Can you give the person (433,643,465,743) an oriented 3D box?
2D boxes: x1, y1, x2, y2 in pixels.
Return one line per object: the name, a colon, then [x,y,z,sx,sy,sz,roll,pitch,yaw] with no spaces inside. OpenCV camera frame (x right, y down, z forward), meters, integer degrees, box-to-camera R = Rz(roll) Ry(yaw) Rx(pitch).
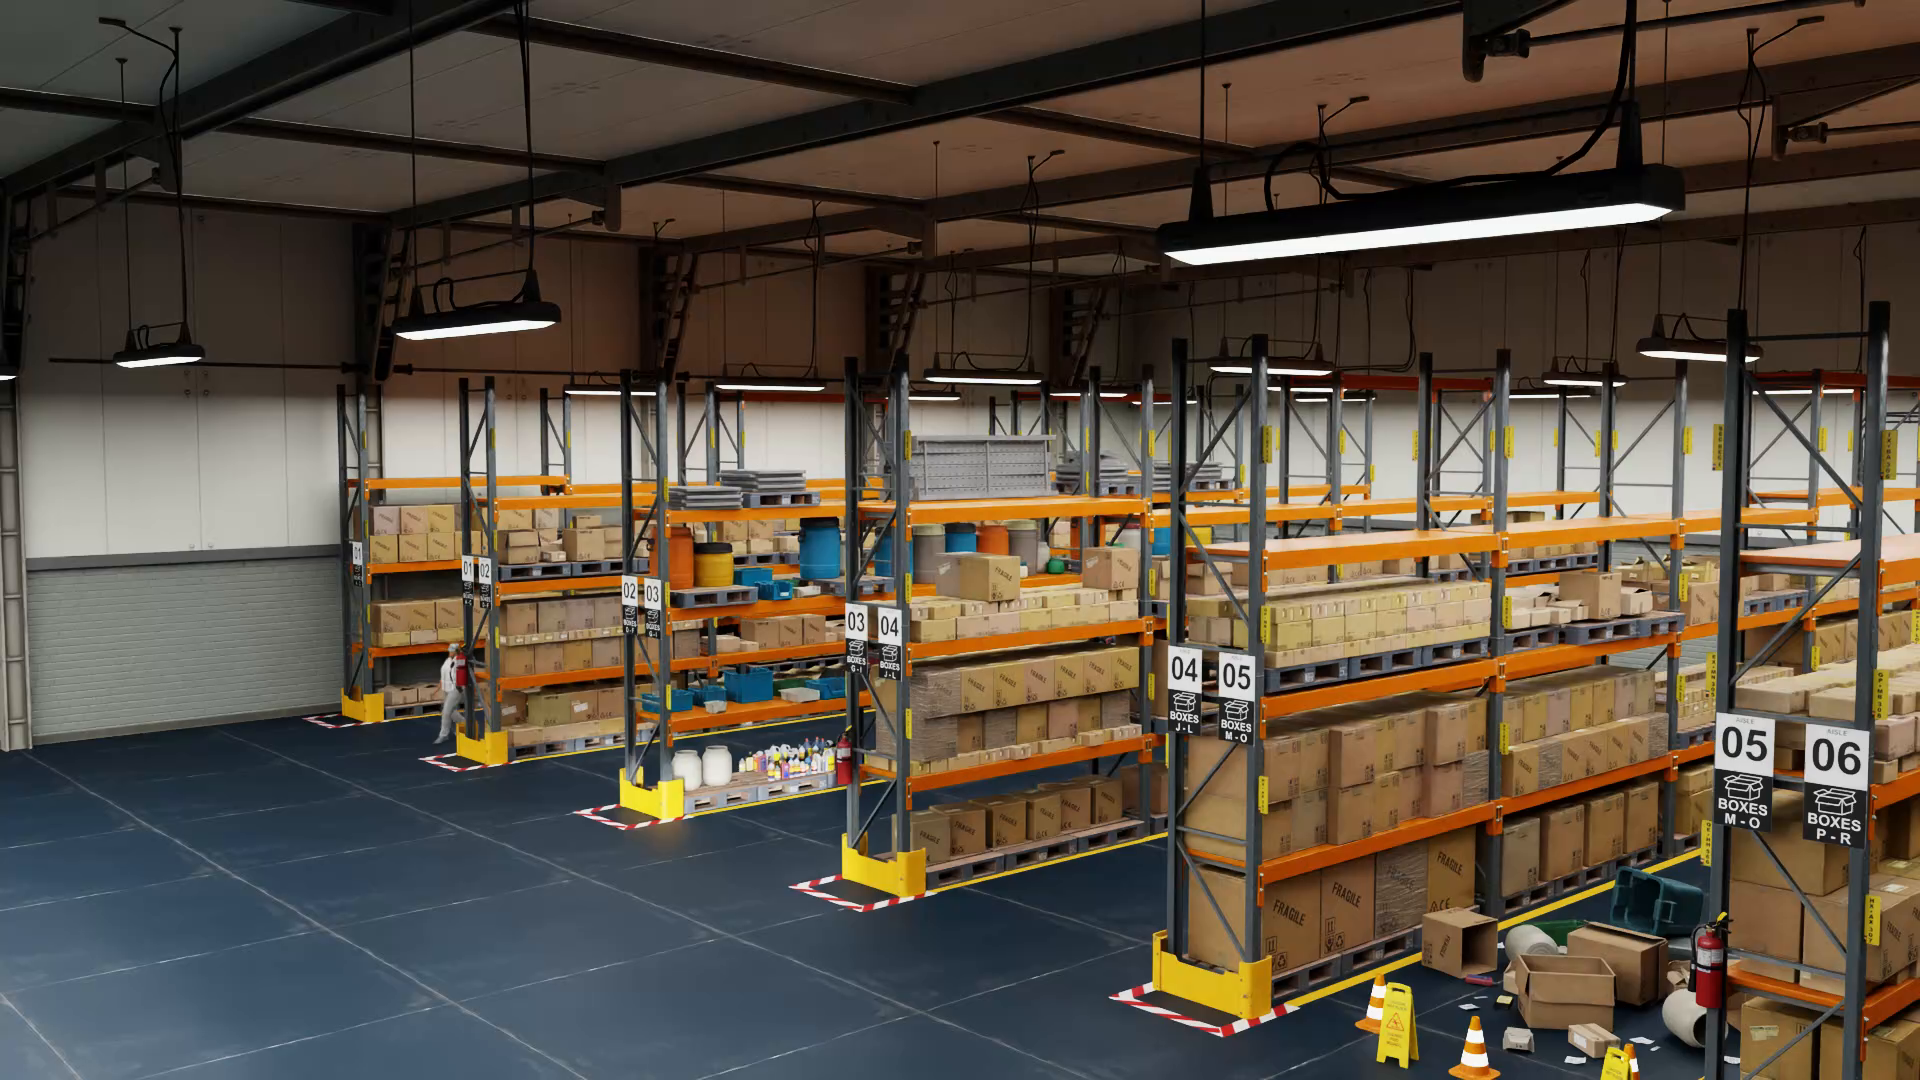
person: [-8.471,2.537,27.806,0.559,1.655,0.791,3,5,36]
